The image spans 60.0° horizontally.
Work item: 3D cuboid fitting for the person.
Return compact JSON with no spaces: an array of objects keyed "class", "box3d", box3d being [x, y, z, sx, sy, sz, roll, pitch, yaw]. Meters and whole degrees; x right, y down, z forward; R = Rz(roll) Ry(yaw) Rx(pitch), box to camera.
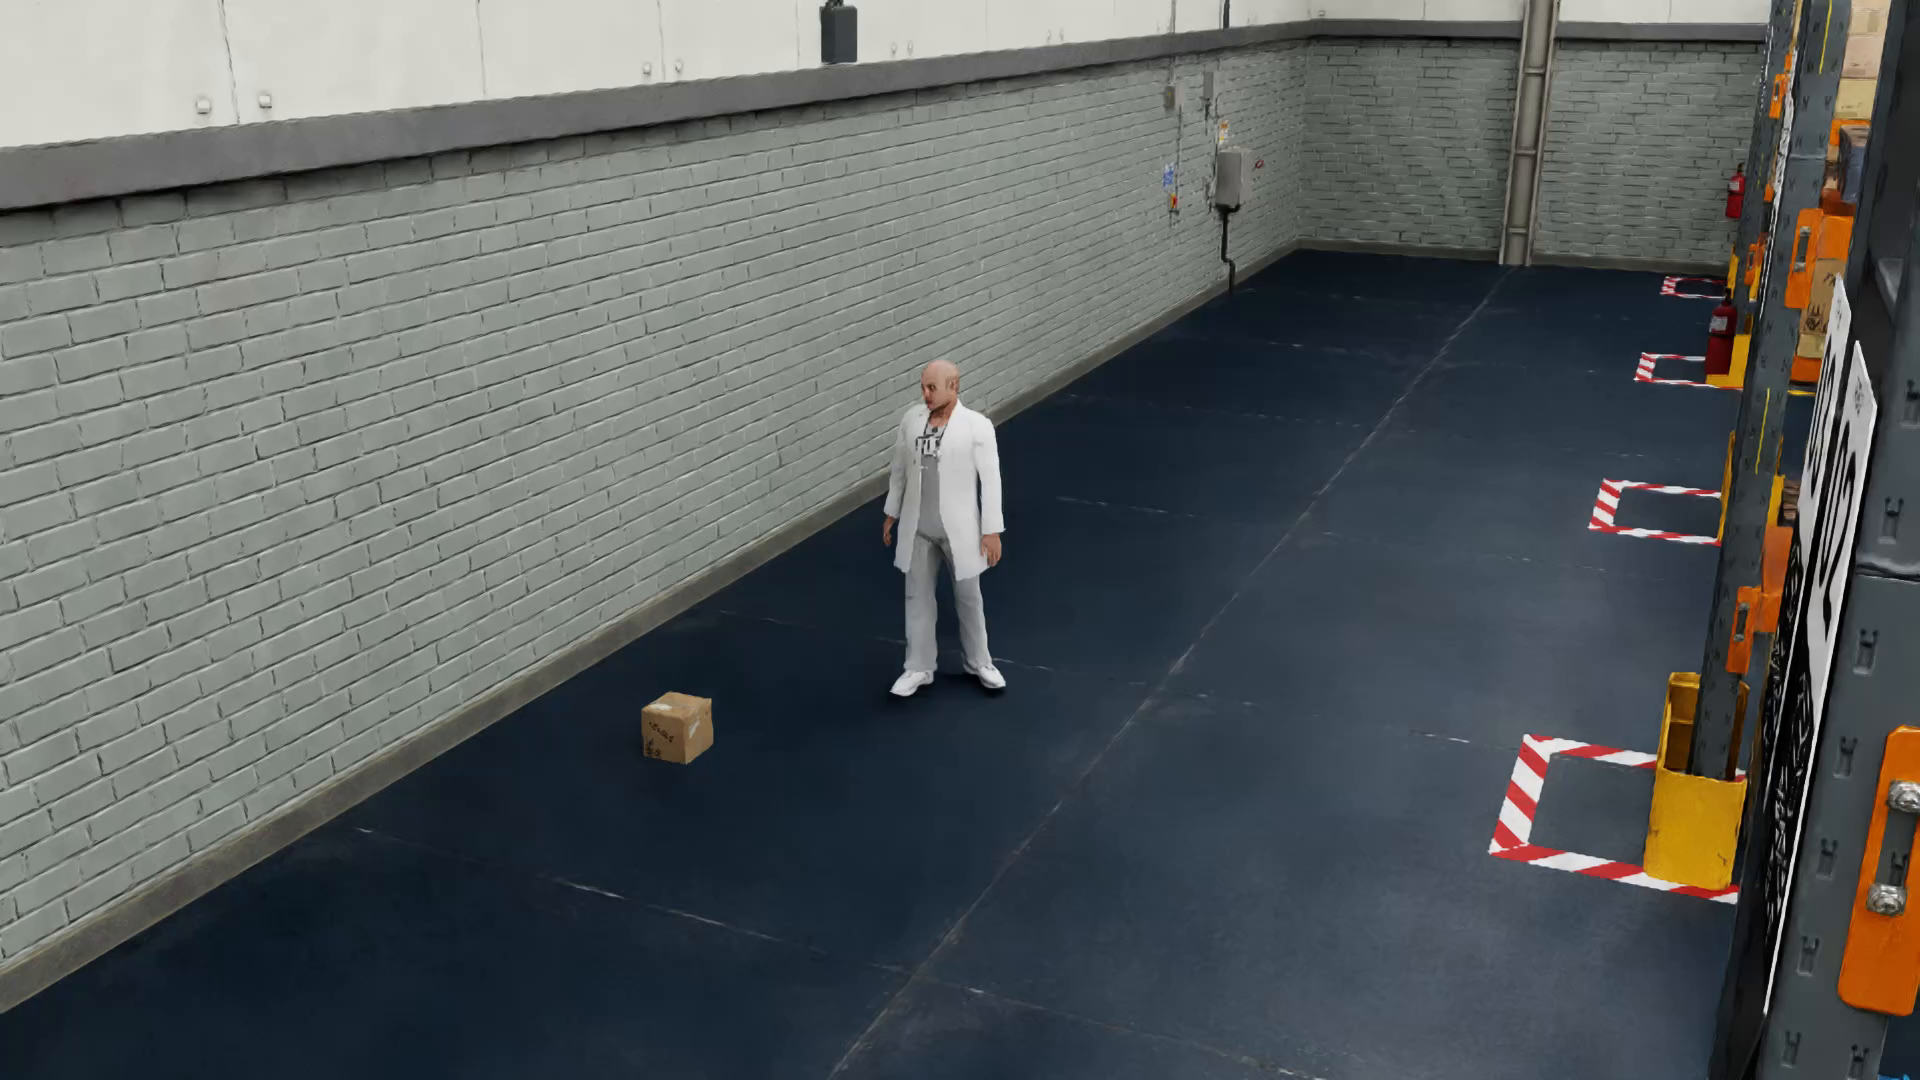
[{"class":"person","box3d":[-0.102,-0.058,8.683,0.700,1.781,0.574,7,20,20]}]
